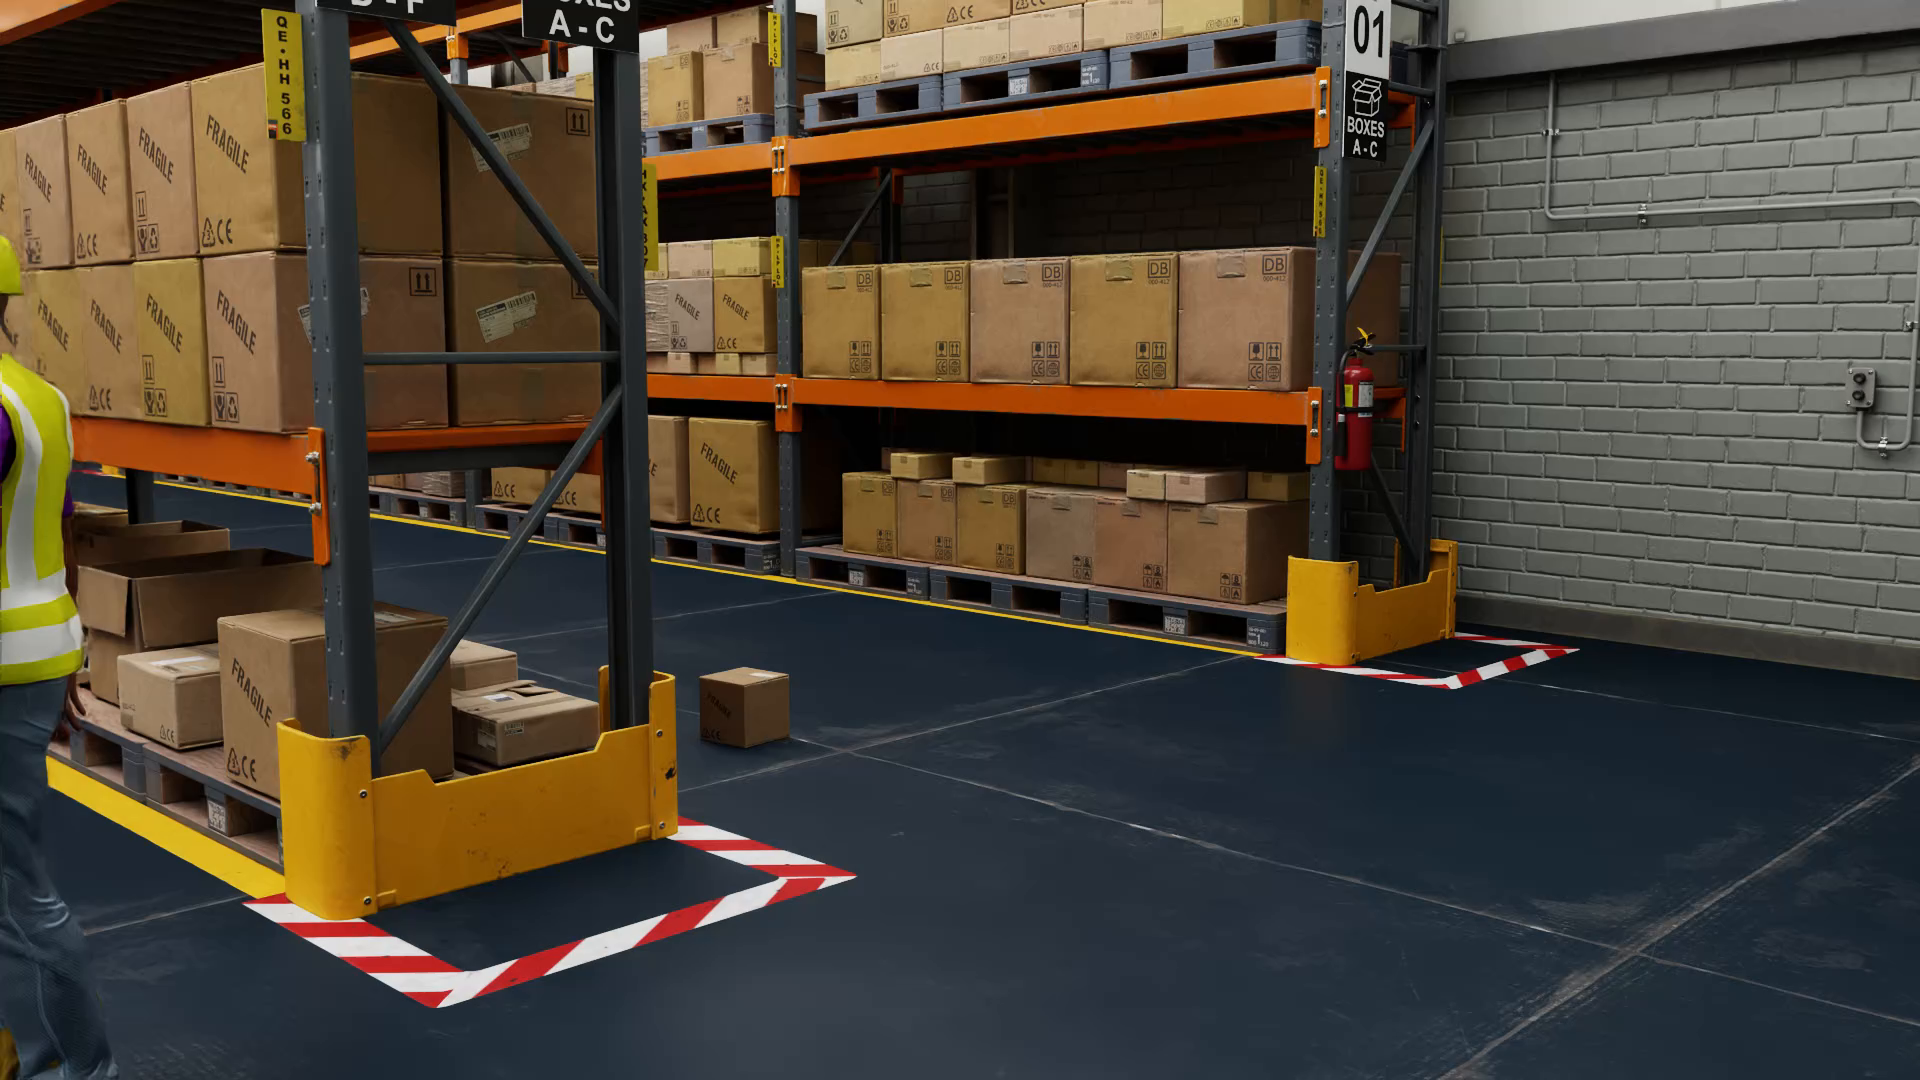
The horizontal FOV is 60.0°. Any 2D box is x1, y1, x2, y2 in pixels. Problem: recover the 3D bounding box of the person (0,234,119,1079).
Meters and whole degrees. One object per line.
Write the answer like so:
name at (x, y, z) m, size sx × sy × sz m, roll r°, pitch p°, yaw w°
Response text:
person at (-1.917, 0.293, 3.177) m, size 0.484 × 1.793 × 0.673 m, roll -3°, pitch 7°, yaw -21°
